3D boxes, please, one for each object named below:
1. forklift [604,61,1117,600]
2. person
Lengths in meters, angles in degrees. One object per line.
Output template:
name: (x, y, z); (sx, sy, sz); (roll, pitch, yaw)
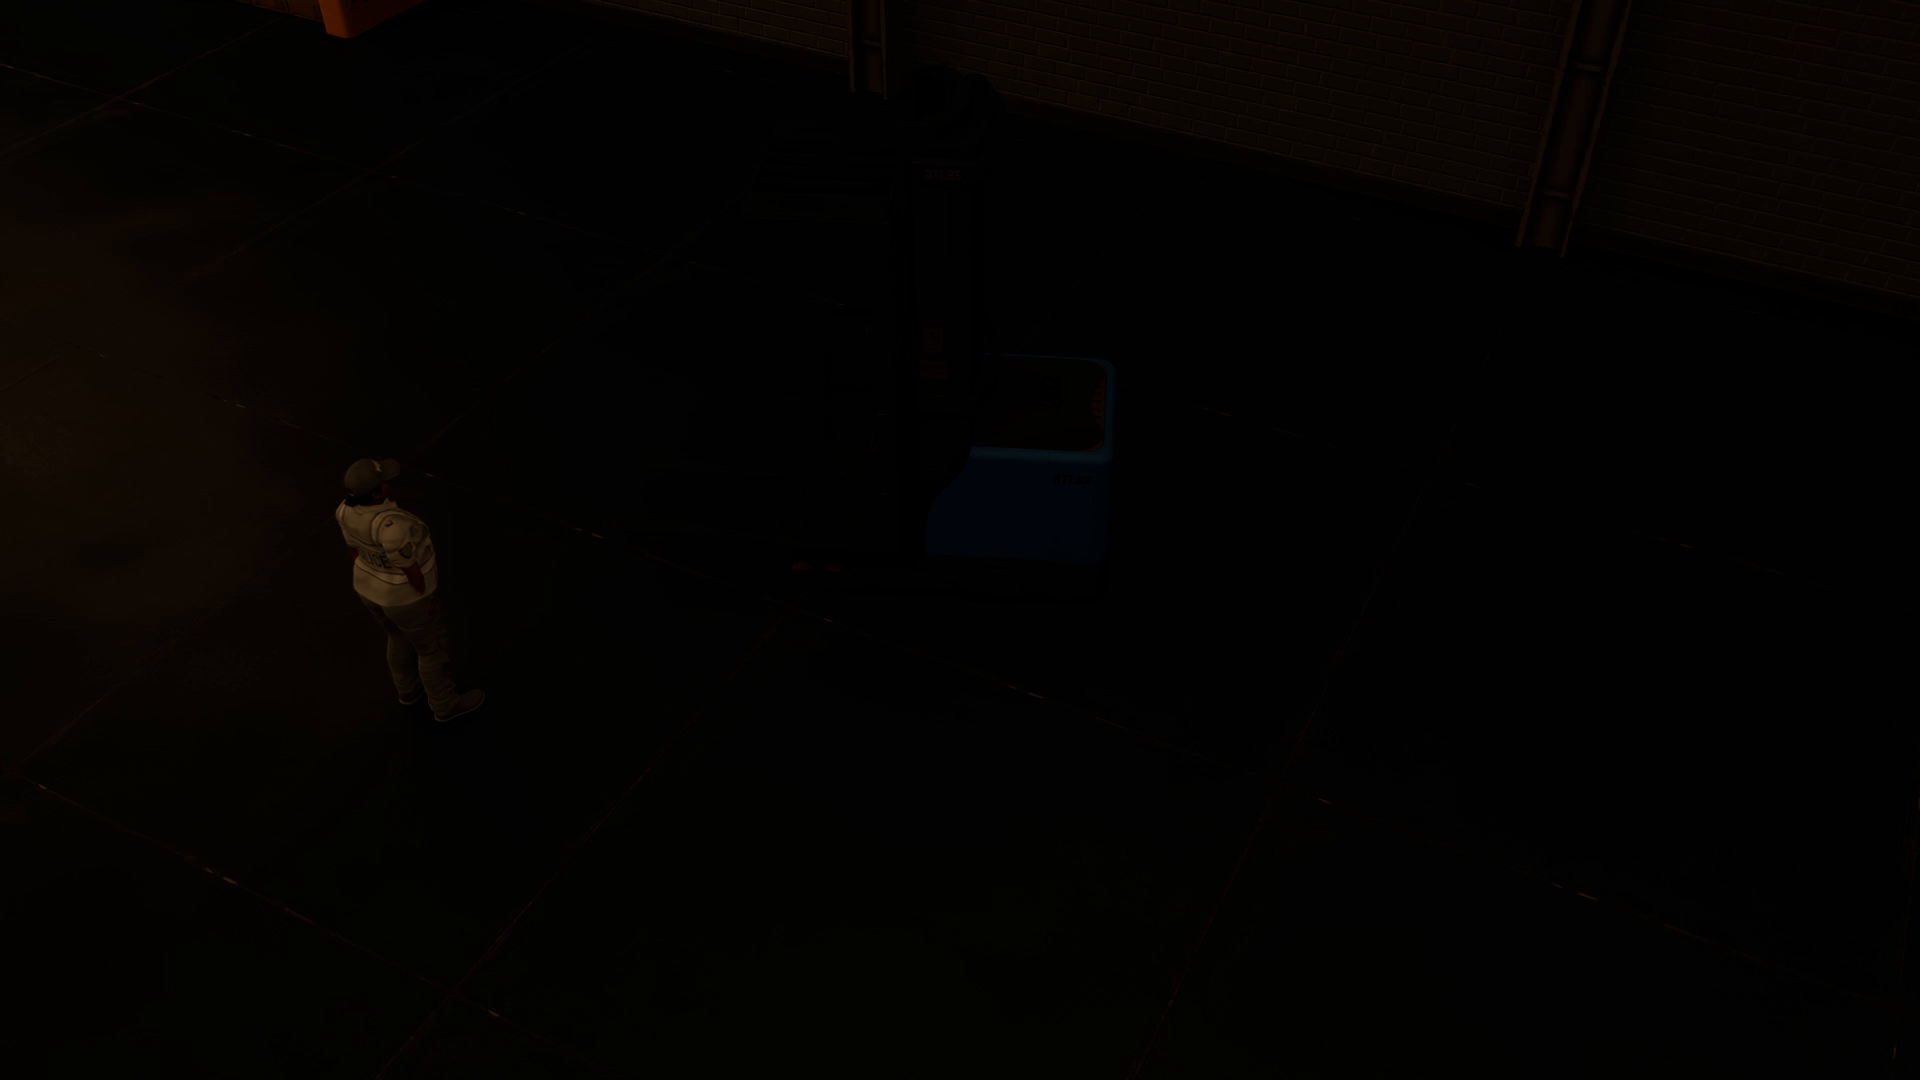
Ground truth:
forklift: (-0.606, -1.157, 9.360); (3.031, 2.935, 1.130); (3, 40, 4)
person: (-2.903, 0.263, 8.675); (0.484, 1.651, 0.396); (22, 45, 24)
